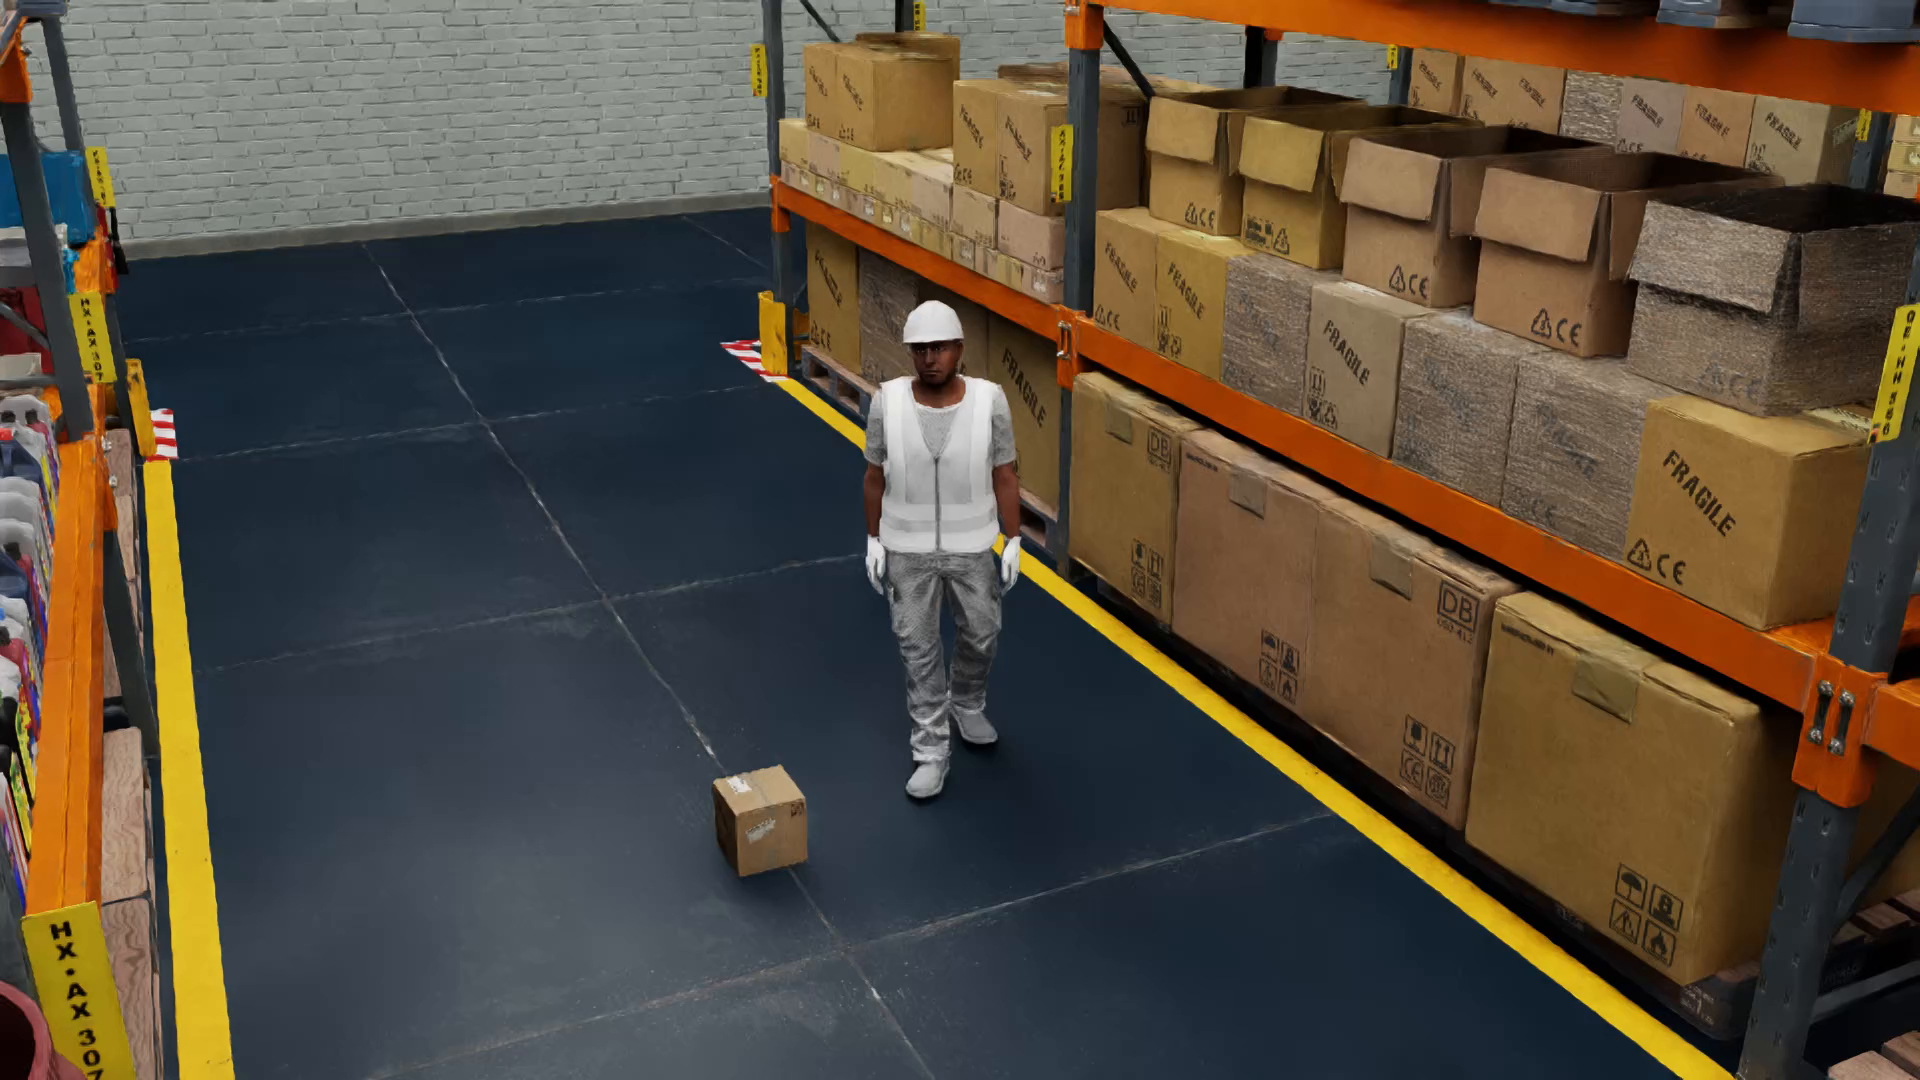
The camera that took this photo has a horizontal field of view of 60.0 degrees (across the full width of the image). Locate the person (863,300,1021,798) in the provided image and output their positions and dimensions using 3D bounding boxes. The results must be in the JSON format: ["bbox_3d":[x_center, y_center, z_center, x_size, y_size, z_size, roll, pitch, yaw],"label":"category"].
[{"bbox_3d":[-0.064,0.017,6.001,0.565,1.787,0.649,-1,22,-2],"label":"person"}]
